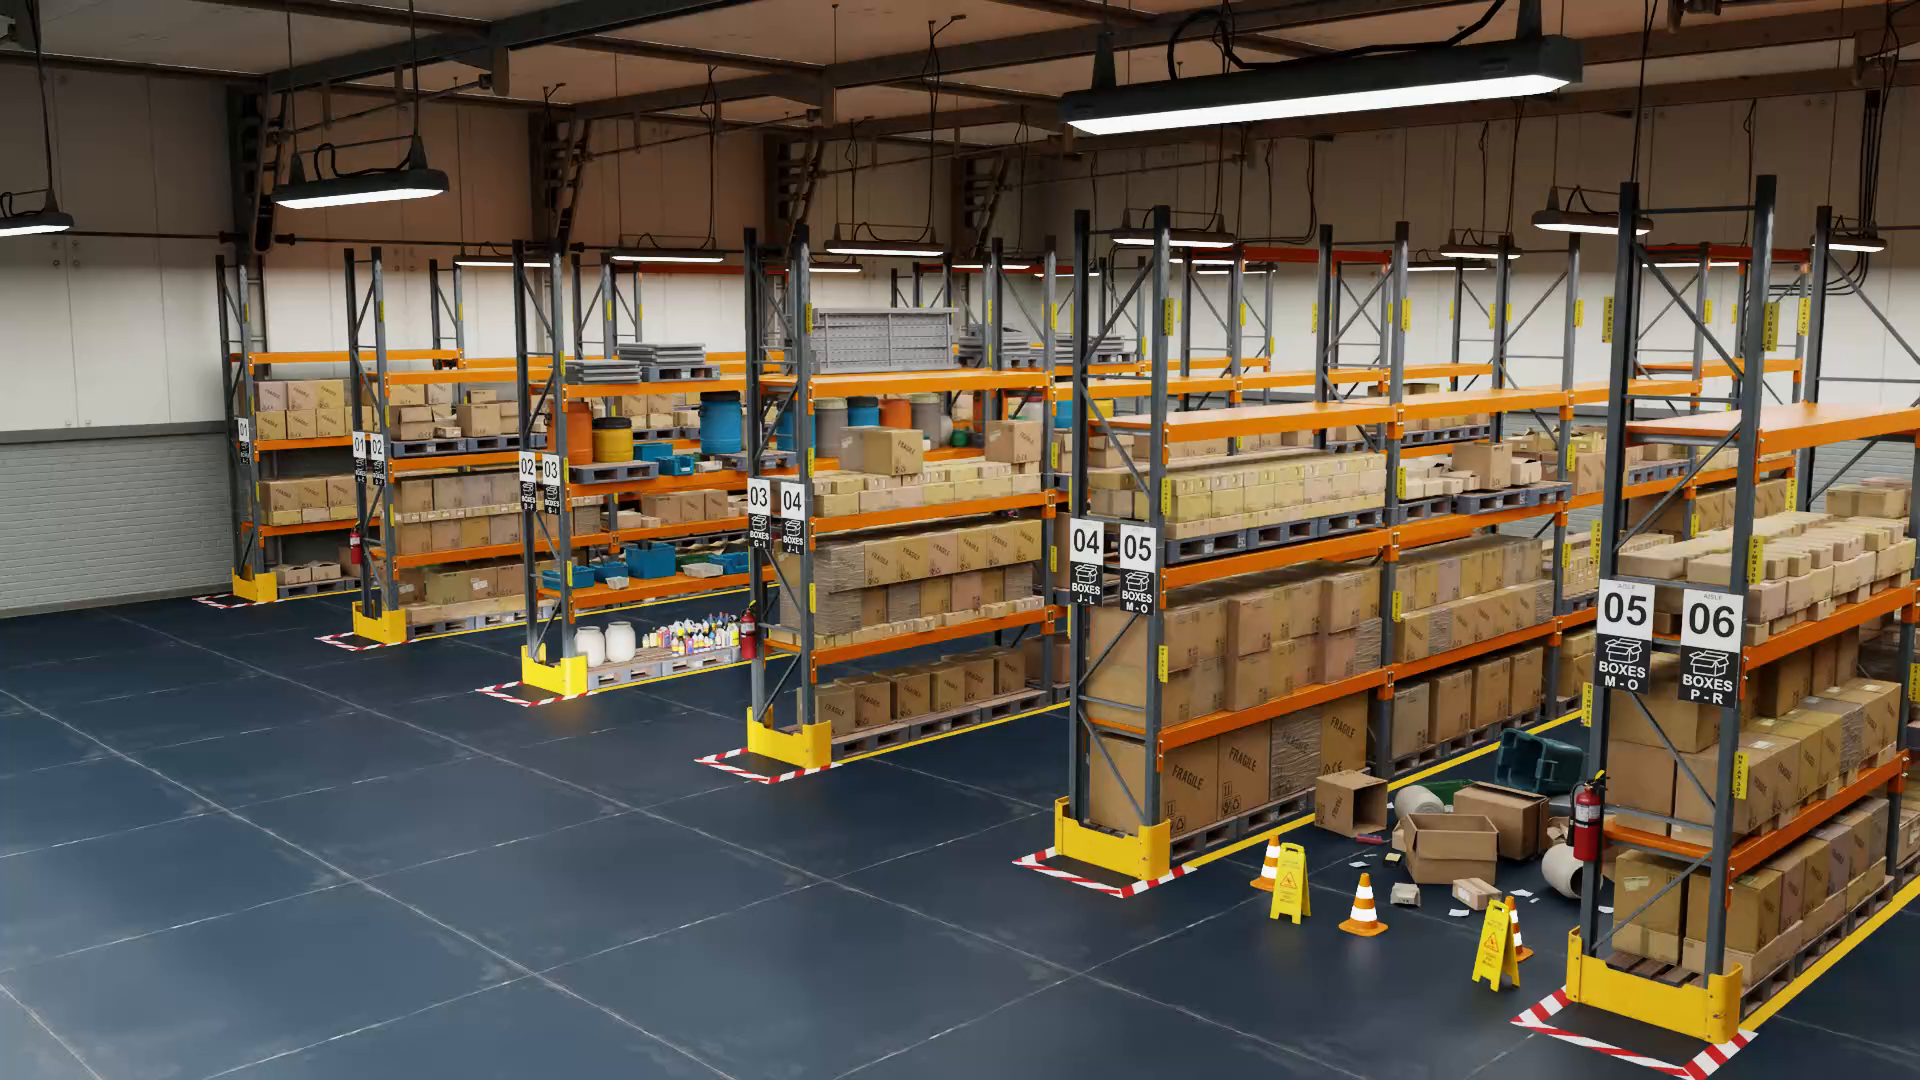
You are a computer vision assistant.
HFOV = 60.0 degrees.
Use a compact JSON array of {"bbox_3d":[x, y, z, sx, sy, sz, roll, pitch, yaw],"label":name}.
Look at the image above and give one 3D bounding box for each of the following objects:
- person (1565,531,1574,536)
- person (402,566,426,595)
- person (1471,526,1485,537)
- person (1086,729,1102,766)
[{"bbox_3d":[9.561,0.680,26.002,0.835,1.635,0.615,-6,10,-37],"label":"person"},{"bbox_3d":[-9.336,0.316,28.141,0.661,1.745,0.586,6,10,38],"label":"person"},{"bbox_3d":[8.238,0.574,26.572,0.616,1.700,0.916,6,10,37],"label":"person"},{"bbox_3d":[1.729,1.641,18.945,0.593,1.727,0.854,5,9,31],"label":"person"}]
